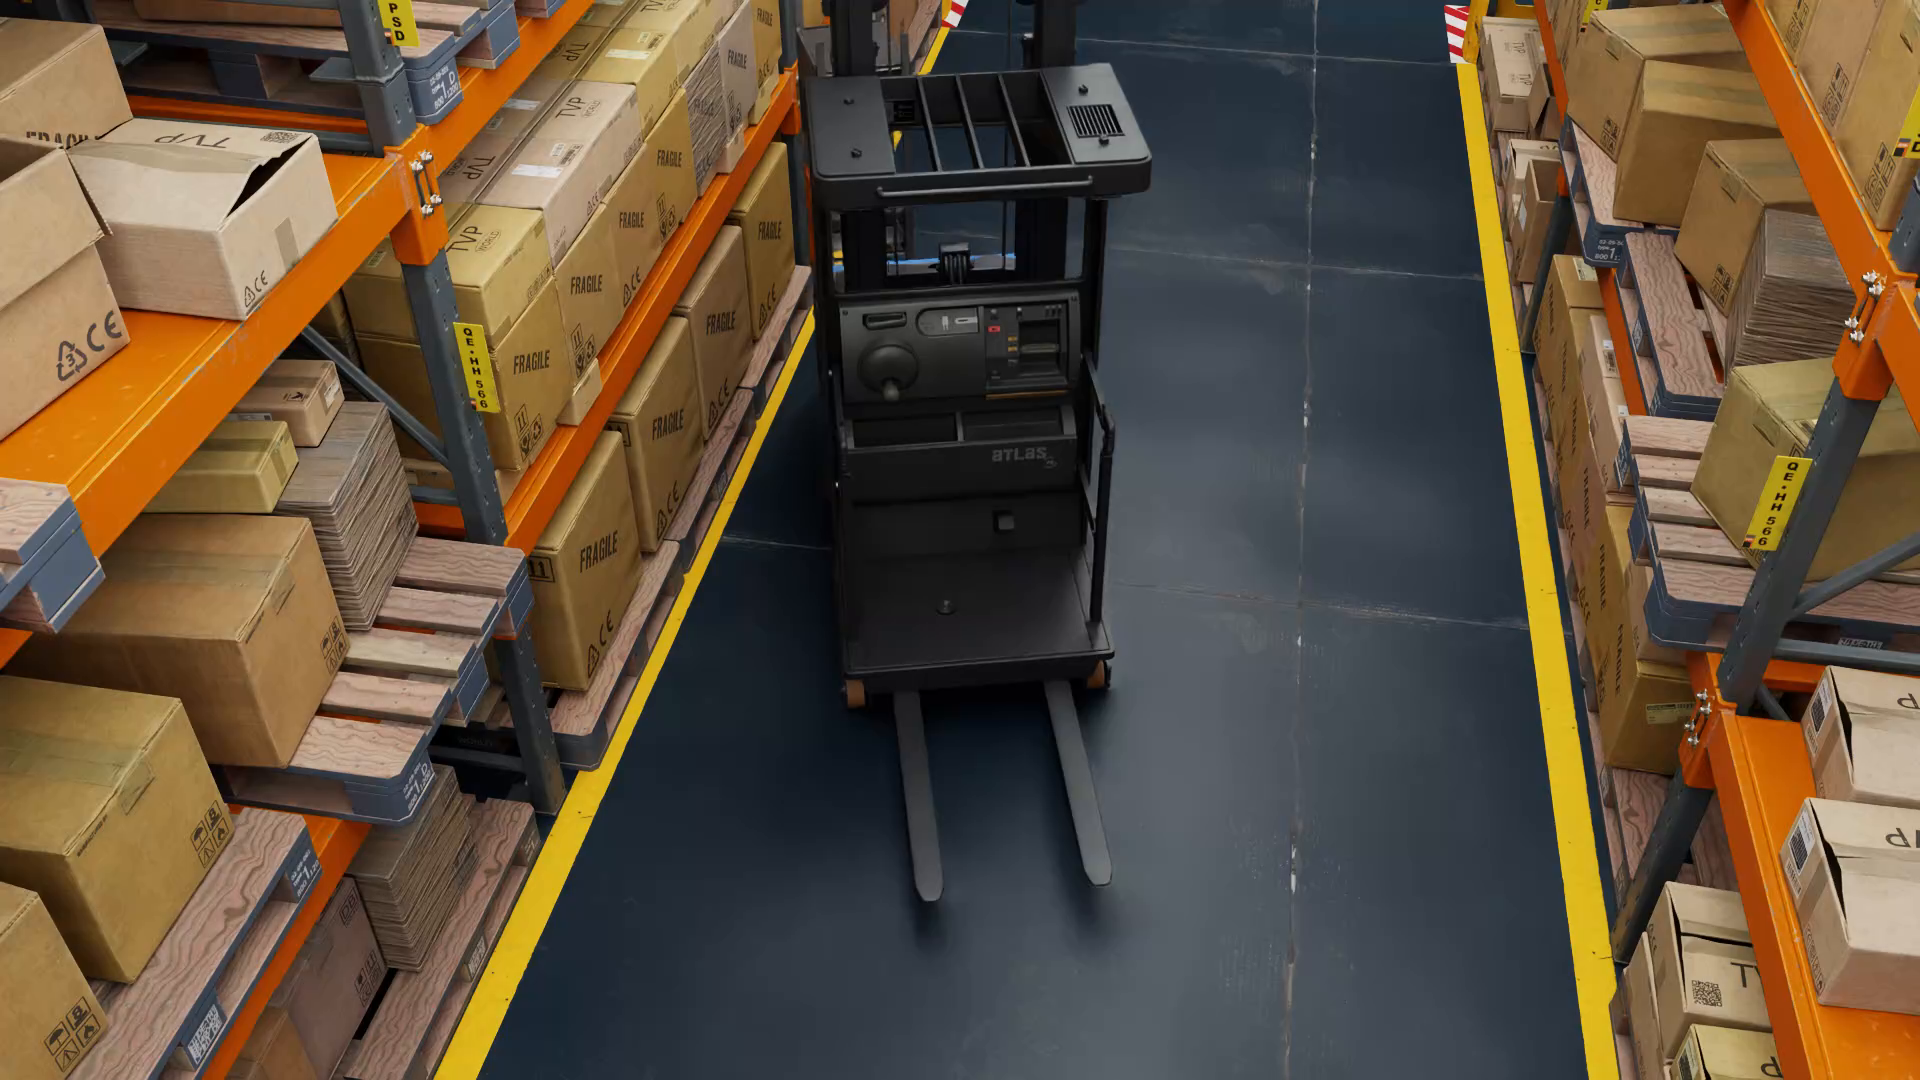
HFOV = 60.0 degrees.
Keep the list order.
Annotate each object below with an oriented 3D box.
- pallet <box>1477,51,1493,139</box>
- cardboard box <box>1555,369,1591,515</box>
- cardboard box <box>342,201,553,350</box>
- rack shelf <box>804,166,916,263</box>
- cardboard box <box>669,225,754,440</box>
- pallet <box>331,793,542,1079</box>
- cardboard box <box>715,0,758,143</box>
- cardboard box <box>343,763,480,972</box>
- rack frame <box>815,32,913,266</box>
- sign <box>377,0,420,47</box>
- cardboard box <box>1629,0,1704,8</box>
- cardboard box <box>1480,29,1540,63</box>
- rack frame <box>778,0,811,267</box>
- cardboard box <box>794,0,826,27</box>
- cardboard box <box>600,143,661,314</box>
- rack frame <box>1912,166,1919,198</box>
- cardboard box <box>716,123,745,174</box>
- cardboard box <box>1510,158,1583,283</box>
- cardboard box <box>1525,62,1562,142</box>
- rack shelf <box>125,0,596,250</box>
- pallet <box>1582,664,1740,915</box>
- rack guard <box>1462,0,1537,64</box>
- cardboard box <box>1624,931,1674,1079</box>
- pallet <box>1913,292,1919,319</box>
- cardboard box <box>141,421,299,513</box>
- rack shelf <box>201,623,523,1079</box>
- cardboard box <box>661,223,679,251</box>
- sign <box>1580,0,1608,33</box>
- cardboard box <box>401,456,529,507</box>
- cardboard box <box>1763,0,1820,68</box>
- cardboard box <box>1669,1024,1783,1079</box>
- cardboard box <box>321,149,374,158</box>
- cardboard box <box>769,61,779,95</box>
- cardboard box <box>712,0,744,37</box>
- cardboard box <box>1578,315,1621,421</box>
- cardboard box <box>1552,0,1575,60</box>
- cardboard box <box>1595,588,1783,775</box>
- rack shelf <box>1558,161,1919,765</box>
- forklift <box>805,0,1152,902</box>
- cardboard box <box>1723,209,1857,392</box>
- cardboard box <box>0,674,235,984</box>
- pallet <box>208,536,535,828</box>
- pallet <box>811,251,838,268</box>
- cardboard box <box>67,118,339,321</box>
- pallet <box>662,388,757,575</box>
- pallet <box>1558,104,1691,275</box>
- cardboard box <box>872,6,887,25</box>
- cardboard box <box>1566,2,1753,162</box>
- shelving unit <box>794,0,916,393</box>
[{"bbox_3d":[4.066,-3.028,11.247,1.003,0.211,1.213,6,40,8],"label":"pallet"},{"bbox_3d":[3.025,-0.421,7.522,0.500,0.500,0.500,7,40,8],"label":"cardboard box"},{"bbox_3d":[-1.710,-0.898,5.567,0.500,0.250,0.500,7,40,9],"label":"cardboard box"},{"bbox_3d":[-0.475,-1.454,7.882,0.431,0.518,0.480,-10,41,-11],"label":"rack shelf"},{"bbox_3d":[-1.491,-1.037,8.008,0.750,0.750,0.750,8,40,9],"label":"cardboard box"},{"bbox_3d":[-2.184,1.391,5.902,1.003,0.211,1.213,6,40,8],"label":"pallet"},{"bbox_3d":[-1.266,-2.206,7.737,0.500,0.500,0.500,7,40,8],"label":"cardboard box"},{"bbox_3d":[-2.121,1.077,5.709,0.700,0.500,0.500,7,40,8],"label":"cardboard box"},{"bbox_3d":[-0.412,-1.314,7.691,0.400,2.100,0.015,-10,41,-11],"label":"rack frame"},{"bbox_3d":[-1.514,-1.468,4.412,0.100,0.325,0.005,6,40,8],"label":"sign"},{"bbox_3d":[3.357,-2.910,8.053,0.500,0.500,0.500,7,40,8],"label":"cardboard box"},{"bbox_3d":[3.762,-3.347,11.322,0.380,0.166,0.250,6,40,8],"label":"cardboard box"},{"bbox_3d":[-1.355,-2.684,8.643,1.000,3.000,0.127,6,40,8],"label":"rack frame"},{"bbox_3d":[-1.246,-3.139,8.957,0.980,0.700,0.700,7,40,8],"label":"cardboard box"},{"bbox_3d":[-1.525,-1.250,6.581,0.500,0.500,0.500,6,40,7],"label":"cardboard box"},{"bbox_3d":[2.832,-1.942,3.037,1.000,3.000,0.127,6,40,8],"label":"rack frame"},{"bbox_3d":[-1.233,-1.861,7.828,0.380,0.149,0.250,6,40,8],"label":"cardboard box"},{"bbox_3d":[3.343,-1.735,9.112,0.500,0.500,0.500,6,40,8],"label":"cardboard box"},{"bbox_3d":[3.844,-2.528,10.067,0.797,0.503,0.637,6,40,8],"label":"cardboard box"},{"bbox_3d":[-1.702,-2.308,6.398,1.077,0.370,4.000,6,40,8],"label":"rack shelf"},{"bbox_3d":[2.998,0.980,6.399,1.003,0.211,1.213,6,40,8],"label":"pallet"},{"bbox_3d":[4.203,-3.640,11.760,1.175,0.500,0.348,6,40,8],"label":"rack guard"},{"bbox_3d":[2.452,1.564,5.333,0.500,0.250,0.500,6,40,8],"label":"cardboard box"},{"bbox_3d":[2.803,-0.278,3.526,1.213,0.211,1.003,8,40,10],"label":"pallet"},{"bbox_3d":[-2.119,-0.209,4.716,0.380,0.149,0.250,0,40,0],"label":"cardboard box"},{"bbox_3d":[-2.394,1.358,4.317,1.077,0.370,4.000,6,40,8],"label":"rack shelf"},{"bbox_3d":[-1.455,-1.394,7.263,0.380,0.149,0.250,8,40,9],"label":"cardboard box"},{"bbox_3d":[2.988,-2.529,7.776,0.100,0.325,0.005,6,40,8],"label":"sign"},{"bbox_3d":[-1.763,-0.266,5.899,0.380,0.149,0.250,6,40,7],"label":"cardboard box"},{"bbox_3d":[3.053,-1.749,5.078,0.910,0.500,0.500,6,40,8],"label":"cardboard box"},{"bbox_3d":[2.369,1.679,4.754,0.500,0.311,0.500,5,40,7],"label":"cardboard box"},{"bbox_3d":[-2.131,-1.262,6.006,0.500,0.250,0.500,5,40,6],"label":"cardboard box"},{"bbox_3d":[-1.135,-2.352,8.422,0.380,0.149,0.250,7,40,8],"label":"cardboard box"},{"bbox_3d":[-1.282,-2.493,7.495,0.500,0.250,0.500,7,40,9],"label":"cardboard box"},{"bbox_3d":[3.027,-0.731,7.308,0.500,0.250,0.500,6,40,8],"label":"cardboard box"},{"bbox_3d":[3.446,-2.845,8.758,0.500,0.500,0.500,7,40,9],"label":"cardboard box"},{"bbox_3d":[2.763,0.551,6.346,0.500,0.500,0.500,8,40,9],"label":"cardboard box"},{"bbox_3d":[3.178,-0.608,6.696,1.077,0.370,4.000,6,40,8],"label":"rack shelf"},{"bbox_3d":[0.031,-0.667,6.256,1.130,2.935,3.031,-4,40,-5],"label":"forklift"},{"bbox_3d":[3.176,-0.791,5.945,0.700,0.500,0.500,14,42,16],"label":"cardboard box"},{"bbox_3d":[-2.313,0.698,4.128,0.700,0.500,0.500,6,40,8],"label":"cardboard box"},{"bbox_3d":[-2.066,0.359,5.112,1.213,0.211,1.003,6,40,8],"label":"pallet"},{"bbox_3d":[-1.147,-2.078,10.098,1.003,0.211,1.213,6,40,8],"label":"pallet"},{"bbox_3d":[-1.906,-0.822,4.090,0.500,0.311,0.500,6,40,8],"label":"cardboard box"},{"bbox_3d":[-1.624,-0.349,8.007,1.003,0.211,1.213,6,40,8],"label":"pallet"},{"bbox_3d":[3.278,-1.577,7.454,1.003,0.211,1.213,6,40,8],"label":"pallet"},{"bbox_3d":[-0.859,-3.313,11.035,0.700,0.500,0.500,5,40,6],"label":"cardboard box"},{"bbox_3d":[3.222,-2.068,7.489,0.700,0.500,0.500,-6,40,-7],"label":"cardboard box"},{"bbox_3d":[-0.475,-1.464,7.873,0.431,2.100,0.503,-10,41,-11],"label":"shelving unit"}]
